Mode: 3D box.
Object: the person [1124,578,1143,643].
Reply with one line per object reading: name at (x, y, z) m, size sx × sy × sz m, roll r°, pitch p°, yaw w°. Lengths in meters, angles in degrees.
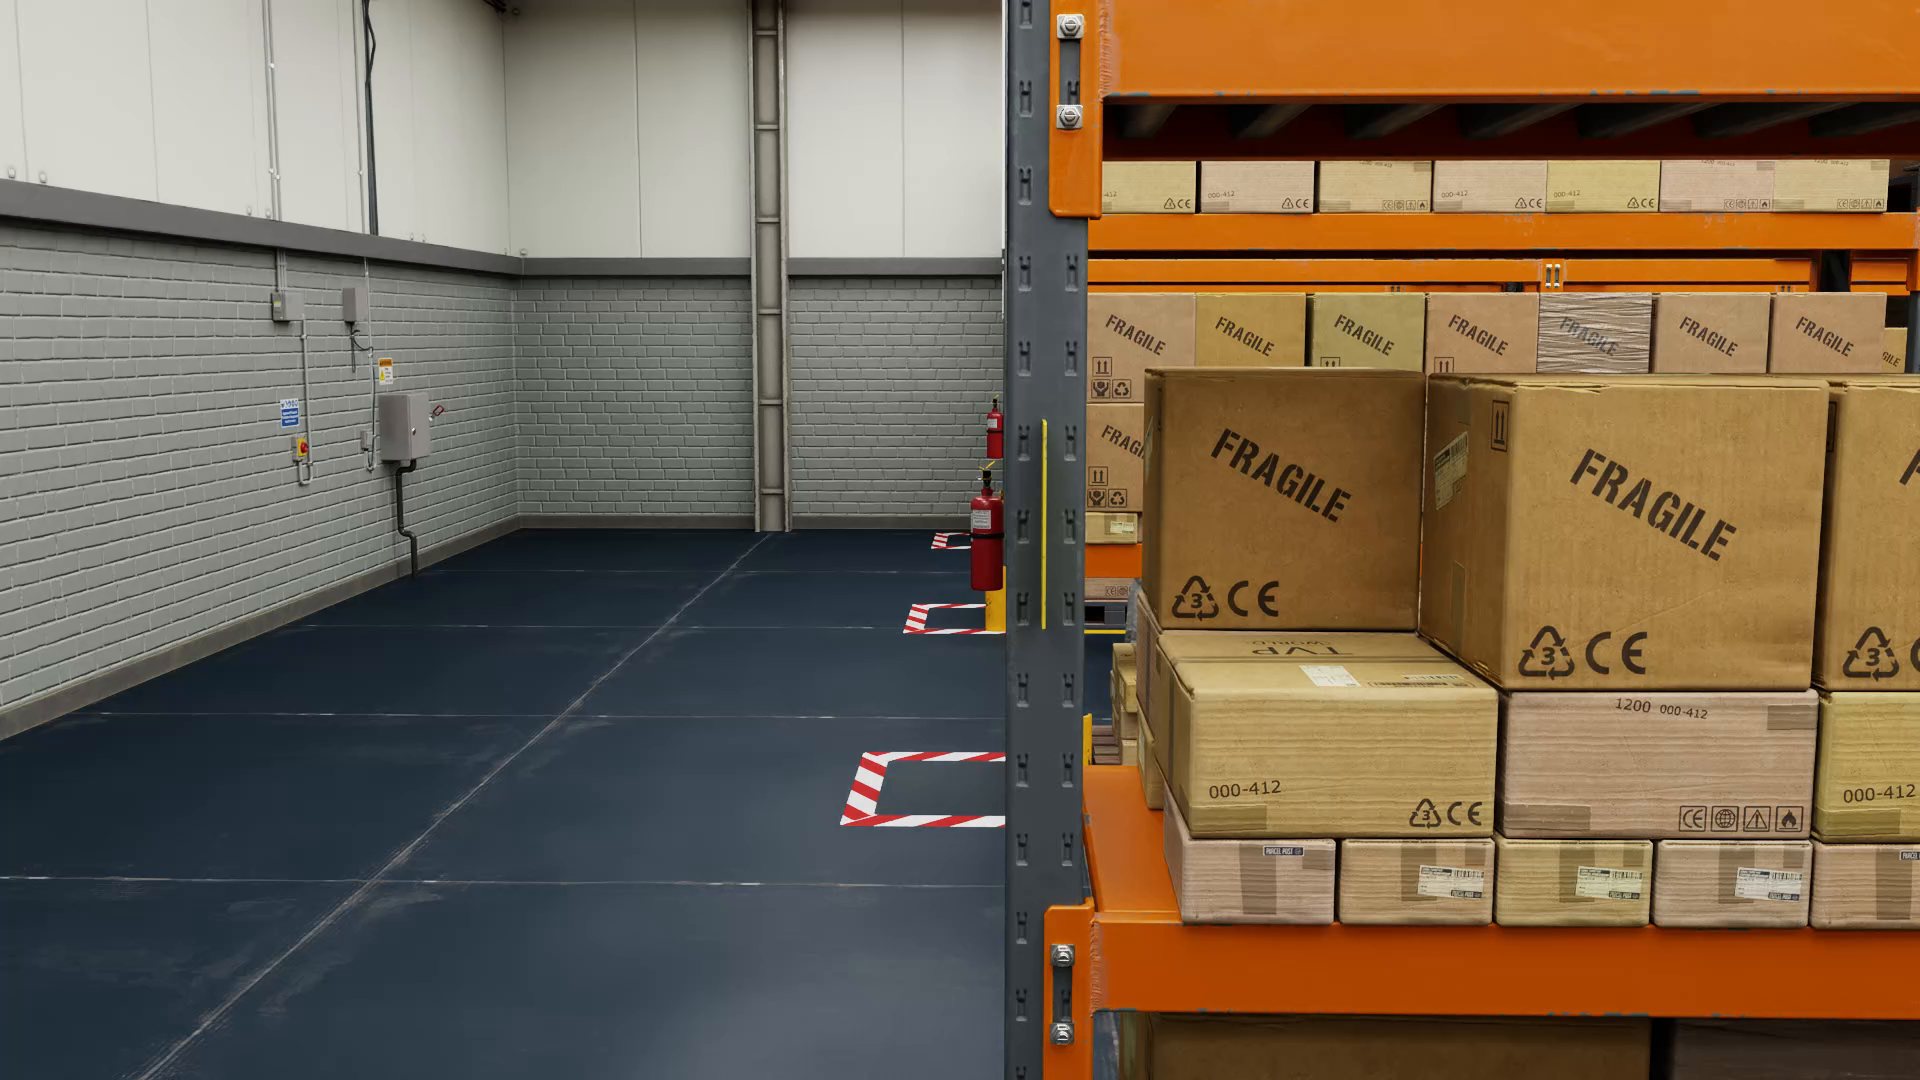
person at (1.301, -0.069, 11.801) m, size 0.443 × 1.744 × 0.585 m, roll 0°, pitch 7°, yaw 1°
